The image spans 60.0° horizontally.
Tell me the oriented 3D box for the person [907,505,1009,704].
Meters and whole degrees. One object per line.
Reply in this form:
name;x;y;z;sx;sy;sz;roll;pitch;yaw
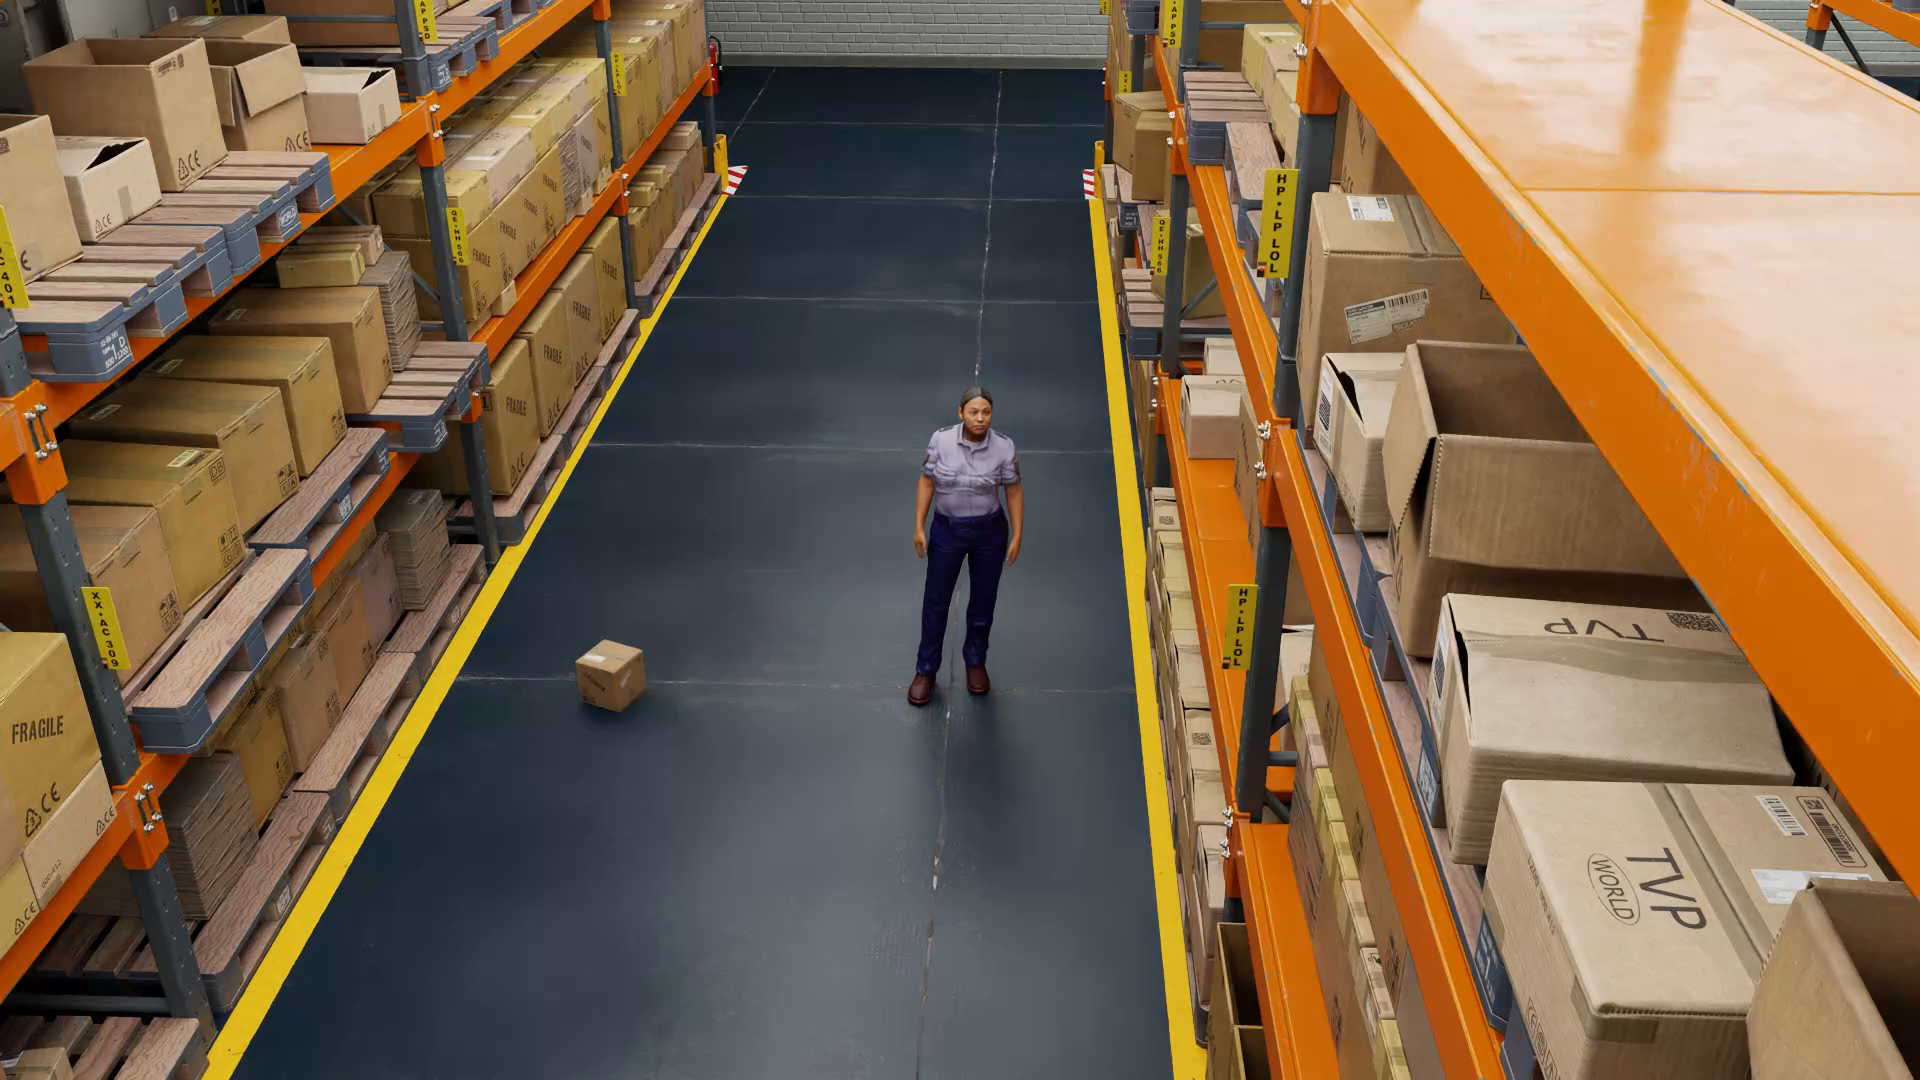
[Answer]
person;-0.011;0.303;8.706;0.525;1.034;0.501;1;28;1
